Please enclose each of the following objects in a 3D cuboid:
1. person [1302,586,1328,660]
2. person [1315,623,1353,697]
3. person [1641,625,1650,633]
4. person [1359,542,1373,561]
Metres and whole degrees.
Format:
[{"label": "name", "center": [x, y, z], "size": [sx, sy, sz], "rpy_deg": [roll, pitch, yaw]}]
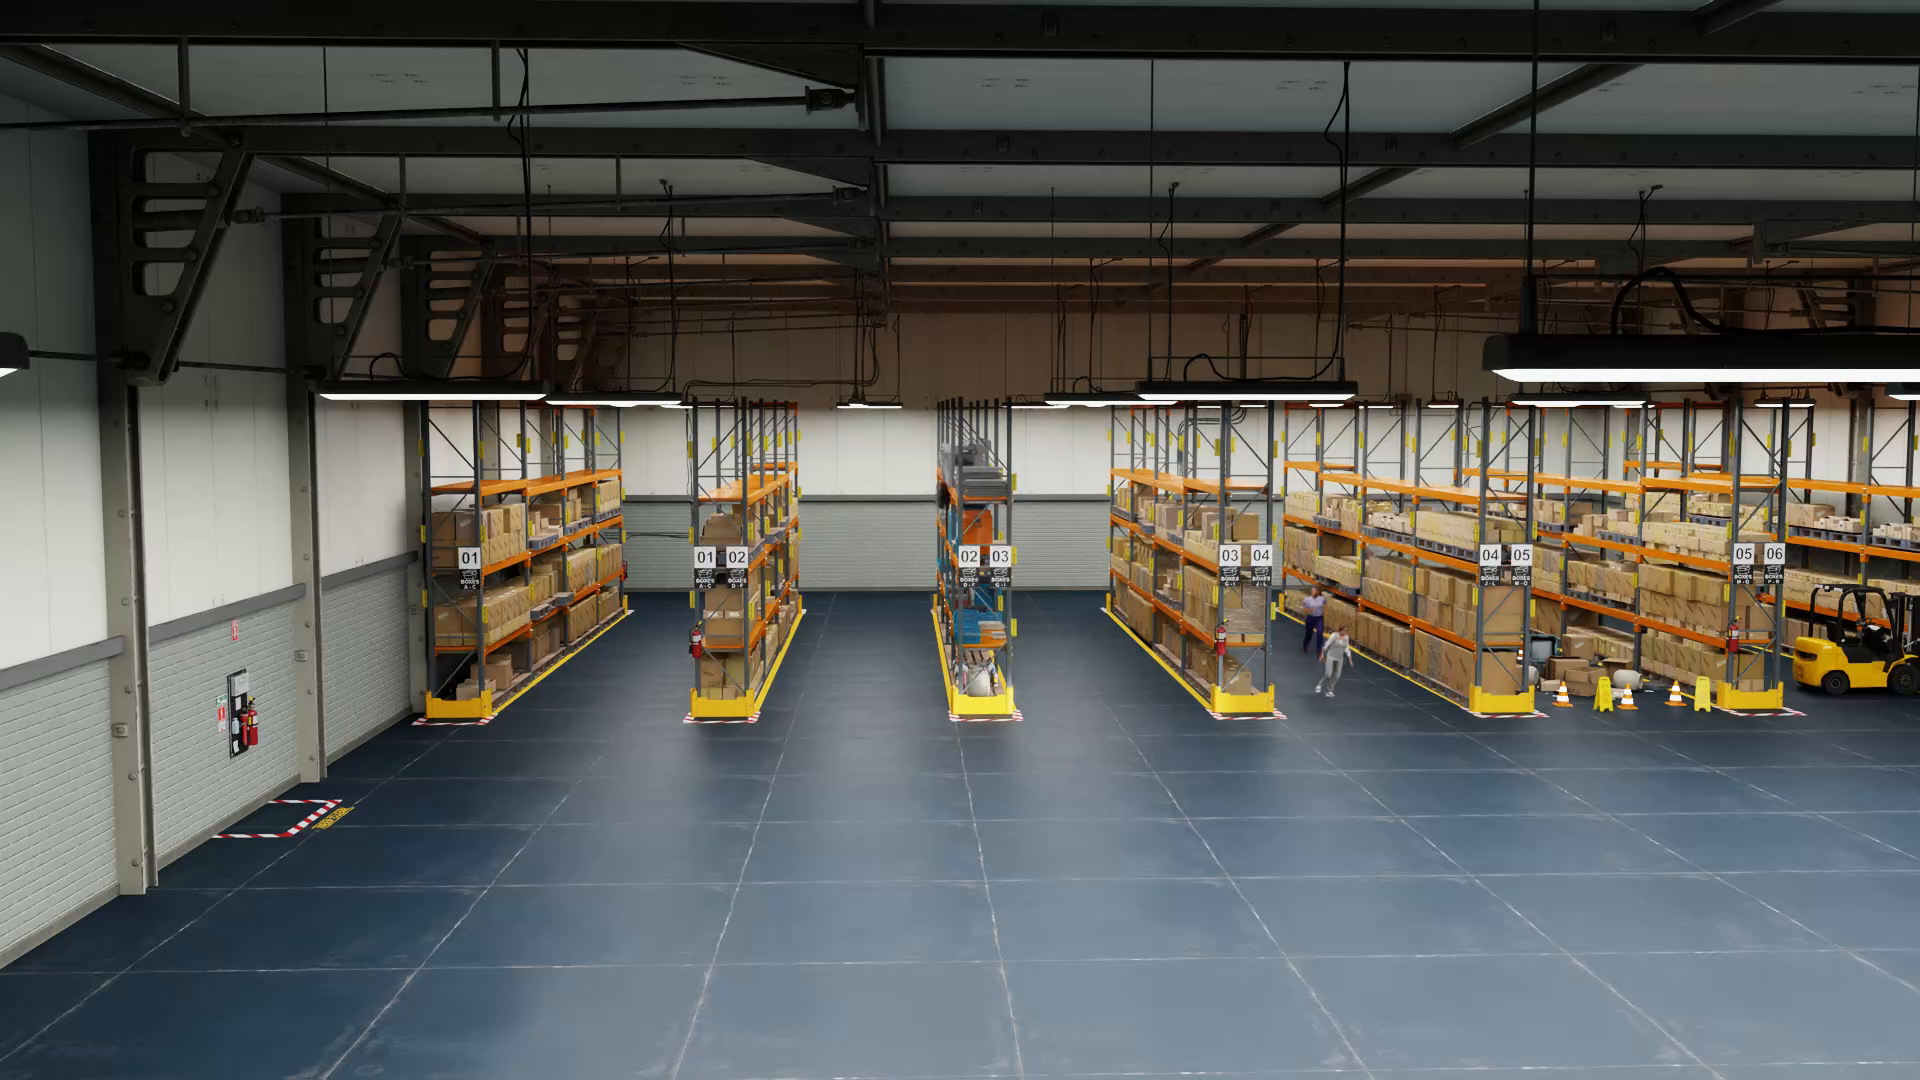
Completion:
[{"label": "person", "center": [8.282, 1.953, 38.821], "size": [0.625, 1.607, 0.901], "rpy_deg": [0, 4, 4]}, {"label": "person", "center": [7.476, 2.399, 33.219], "size": [0.649, 1.501, 0.589], "rpy_deg": [-1, 5, -12]}, {"label": "person", "center": [17.622, 1.634, 43.112], "size": [0.686, 1.538, 0.819], "rpy_deg": [-3, 5, -34]}, {"label": "person", "center": [12.322, 0.930, 50.545], "size": [0.867, 1.847, 0.684], "rpy_deg": [-2, 5, -25]}]
